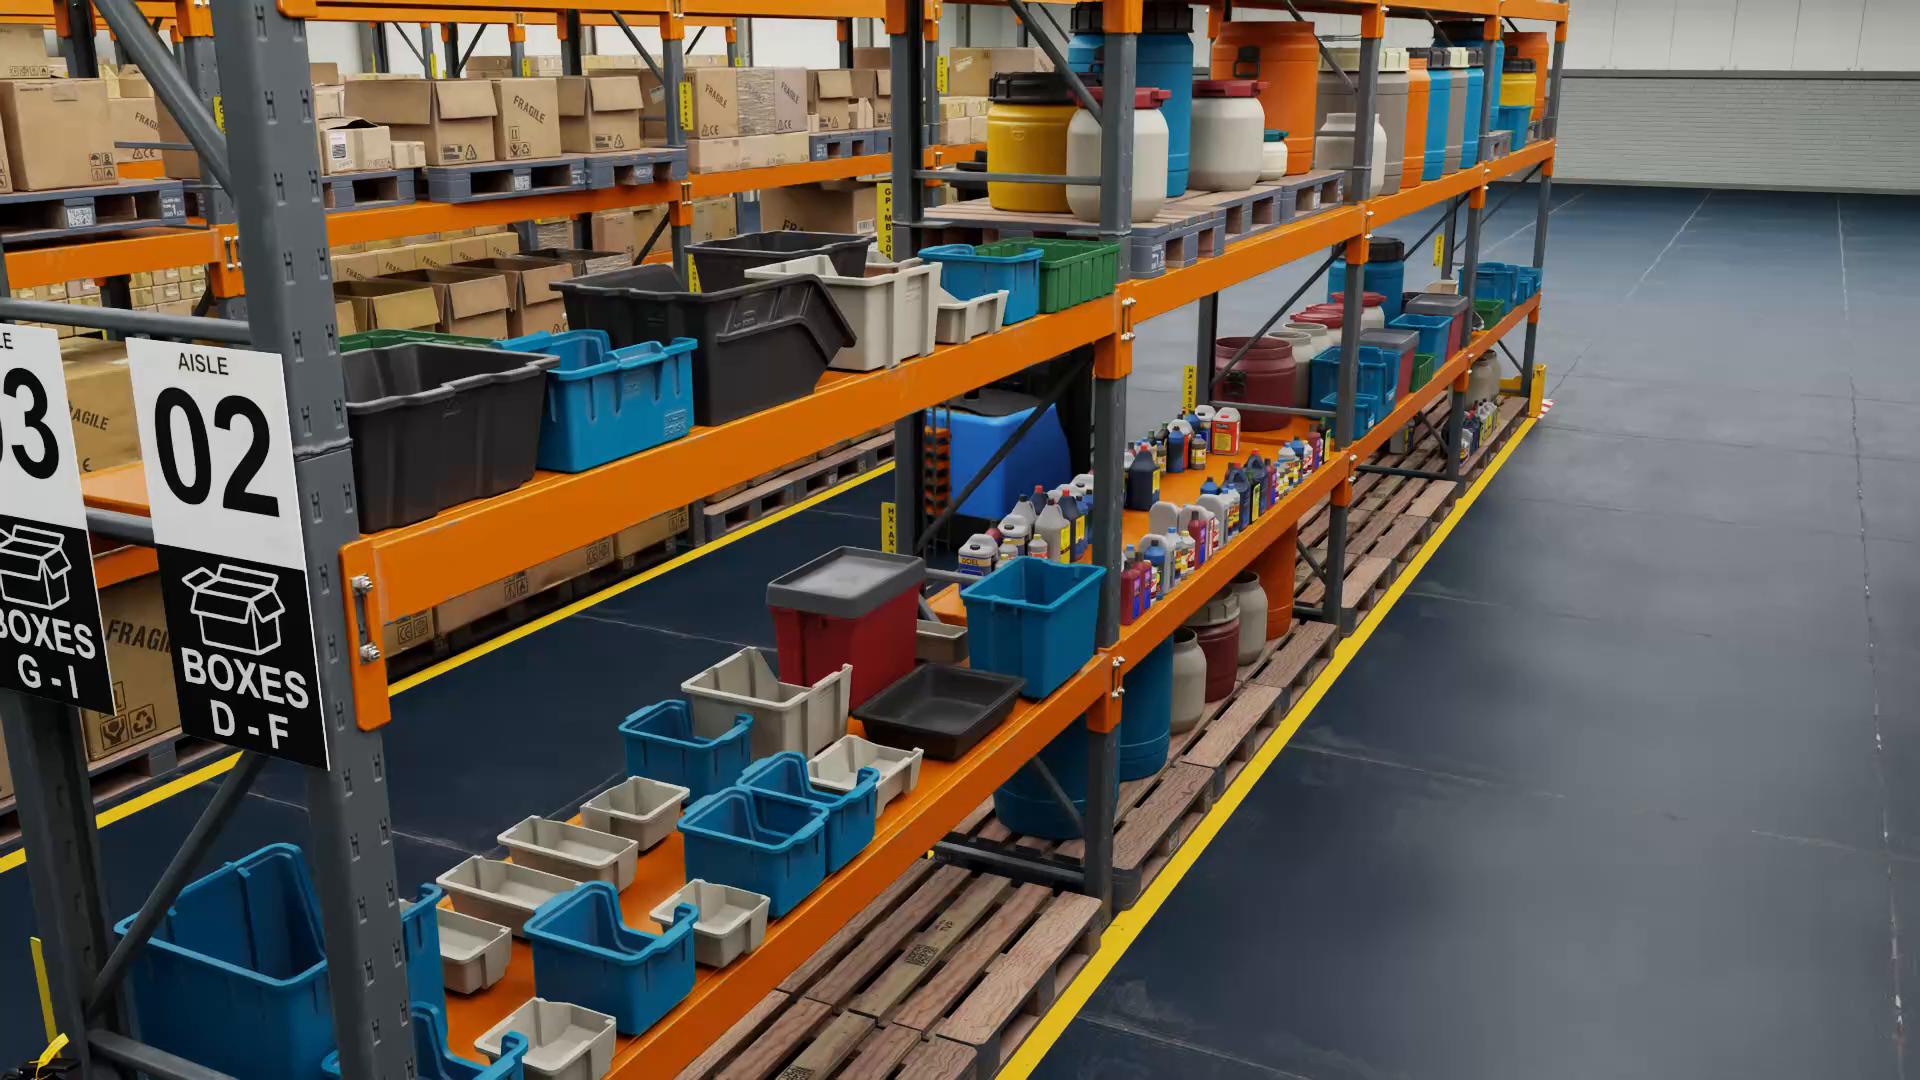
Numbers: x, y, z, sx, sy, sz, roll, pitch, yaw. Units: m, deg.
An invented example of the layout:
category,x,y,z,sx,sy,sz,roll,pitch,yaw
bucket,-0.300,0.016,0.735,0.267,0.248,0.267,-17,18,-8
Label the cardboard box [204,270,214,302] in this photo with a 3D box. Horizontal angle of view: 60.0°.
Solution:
category,x,y,z,sx,sy,sz,roll,pitch,yaw
cardboard box,-6.881,-2.302,15.331,0.500,0.500,0.500,8,18,25

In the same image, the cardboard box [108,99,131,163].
category,x,y,z,sx,sy,sz,roll,pitch,yaw
cardboard box,-7.081,-3.284,13.369,0.500,0.500,0.500,8,18,25

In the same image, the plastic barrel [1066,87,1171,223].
category,x,y,z,sx,sy,sz,roll,pitch,yaw
plastic barrel,0.654,-1.606,6.918,0.433,0.535,0.433,0,17,0

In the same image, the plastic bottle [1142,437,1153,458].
category,x,y,z,sx,sy,sz,roll,pitch,yaw
plastic bottle,1.053,-0.451,9.500,0.097,0.271,0.097,0,17,0

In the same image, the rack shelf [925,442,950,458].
category,x,y,z,sx,sy,sz,roll,pitch,yaw
rack shelf,-0.230,-0.667,12.476,0.258,0.103,0.180,11,20,32

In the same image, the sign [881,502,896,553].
category,x,y,z,sx,sy,sz,roll,pitch,yaw
sign,-0.297,-0.002,7.278,0.100,0.325,0.005,8,18,25

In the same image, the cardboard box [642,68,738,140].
category,x,y,z,sx,sy,sz,roll,pitch,yaw
cardboard box,-2.009,-3.261,12.413,0.500,0.500,0.500,8,18,26

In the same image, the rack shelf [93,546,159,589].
category,x,y,z,sx,sy,sz,roll,pitch,yaw
rack shelf,-5.131,0.425,7.589,1.077,0.370,4.000,8,18,25

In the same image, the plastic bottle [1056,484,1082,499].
category,x,y,z,sx,sy,sz,roll,pitch,yaw
plastic bottle,0.530,-0.137,8.436,0.152,0.276,0.135,8,18,25

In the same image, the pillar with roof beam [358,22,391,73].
category,x,y,z,sx,sy,sz,roll,pitch,yaw
pillar with roof beam,-6.768,-9.171,28.097,9.100,9.000,0.400,8,18,25

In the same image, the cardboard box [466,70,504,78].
category,x,y,z,sx,sy,sz,roll,pitch,yaw
cardboard box,-5.064,-5.040,18.284,0.500,0.250,0.500,8,18,25

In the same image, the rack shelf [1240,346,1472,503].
category,x,y,z,sx,sy,sz,roll,pitch,yaw
rack shelf,2.875,-0.983,12.328,1.077,0.370,4.000,8,18,25

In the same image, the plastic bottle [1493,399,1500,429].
category,x,y,z,sx,sy,sz,roll,pitch,yaw
plastic bottle,5.092,-1.209,15.825,0.061,0.283,0.133,9,19,27

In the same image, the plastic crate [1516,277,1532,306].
category,x,y,z,sx,sy,sz,roll,pitch,yaw
plastic crate,5.305,-2.454,16.281,0.499,0.251,0.408,8,18,25

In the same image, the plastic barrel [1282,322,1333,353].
category,x,y,z,sx,sy,sz,roll,pitch,yaw
plastic barrel,2.438,-1.268,11.830,0.421,0.512,0.421,0,17,0

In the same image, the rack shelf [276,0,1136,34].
category,x,y,z,sx,sy,sz,roll,pitch,yaw
rack shelf,-0.700,-1.629,4.670,1.077,0.370,4.000,8,18,25

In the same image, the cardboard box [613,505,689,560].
category,x,y,z,sx,sy,sz,roll,pitch,yaw
cardboard box,-2.776,-0.458,12.292,1.225,0.875,0.875,7,18,23

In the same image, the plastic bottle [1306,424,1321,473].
category,x,y,z,sx,sy,sz,roll,pitch,yaw
plastic bottle,2.079,-0.546,9.800,0.061,0.283,0.133,8,18,25

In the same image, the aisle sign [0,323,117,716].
category,x,y,z,sx,sy,sz,roll,pitch,yaw
aisle sign,-1.887,-0.046,3.344,0.394,0.787,0.004,8,18,25

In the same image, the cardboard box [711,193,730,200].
category,x,y,z,sx,sy,sz,roll,pitch,yaw
cardboard box,-3.467,-4.643,21.227,0.875,0.550,0.550,8,18,25

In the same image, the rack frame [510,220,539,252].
category,x,y,z,sx,sy,sz,roll,pitch,yaw
rack frame,-5.054,-3.124,18.274,1.000,3.000,0.127,8,18,25

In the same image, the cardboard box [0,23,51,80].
category,x,y,z,sx,sy,sz,roll,pitch,yaw
cardboard box,-4.663,-2.285,7.776,0.500,0.250,0.500,7,18,22

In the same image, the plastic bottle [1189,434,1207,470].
category,x,y,z,sx,sy,sz,roll,pitch,yaw
plastic bottle,1.412,-0.525,9.872,0.097,0.201,0.097,0,17,0

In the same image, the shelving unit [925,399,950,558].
category,x,y,z,sx,sy,sz,roll,pitch,yaw
shelving unit,-0.230,-0.480,12.532,0.258,1.200,0.189,11,20,32

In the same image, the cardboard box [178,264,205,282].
category,x,y,z,sx,sy,sz,roll,pitch,yaw
cardboard box,-6.650,-2.288,14.118,0.380,0.149,0.250,7,18,23

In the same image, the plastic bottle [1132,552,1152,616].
category,x,y,z,sx,sy,sz,roll,pitch,yaw
plastic bottle,0.799,0.184,7.343,0.061,0.283,0.133,8,18,25

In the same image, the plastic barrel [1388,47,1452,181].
category,x,y,z,sx,sy,sz,roll,pitch,yaw
plastic barrel,3.151,-3.025,11.792,0.600,0.901,0.708,8,18,25

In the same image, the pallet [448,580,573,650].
category,x,y,z,sx,sy,sz,roll,pitch,yaw
pallet,-3.416,0.389,11.343,1.003,0.211,1.213,8,18,25

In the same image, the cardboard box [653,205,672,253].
category,x,y,z,sx,sy,sz,roll,pitch,yaw
cardboard box,-3.981,-3.845,20.438,0.875,0.550,0.550,8,18,25

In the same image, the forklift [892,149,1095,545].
category,x,y,z,sx,sy,sz,roll,pitch,yaw
forklift,0.711,-1.683,13.541,1.130,2.935,3.031,11,20,32

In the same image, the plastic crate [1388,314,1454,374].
category,x,y,z,sx,sy,sz,roll,pitch,yaw
plastic crate,3.554,-1.509,12.864,0.392,0.384,0.575,8,18,25

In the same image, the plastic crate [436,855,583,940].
category,x,y,z,sx,sy,sz,roll,pitch,yaw
plastic crate,-1.248,1.015,4.698,0.396,0.136,0.243,8,18,25

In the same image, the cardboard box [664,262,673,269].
category,x,y,z,sx,sy,sz,roll,pitch,yaw
cardboard box,-2.084,-1.995,13.560,0.700,0.500,0.500,11,20,33

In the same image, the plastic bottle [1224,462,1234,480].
category,x,y,z,sx,sy,sz,roll,pitch,yaw
plastic bottle,1.460,-0.285,8.921,0.061,0.283,0.133,8,18,25

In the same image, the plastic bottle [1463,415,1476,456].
category,x,y,z,sx,sy,sz,roll,pitch,yaw
plastic bottle,4.501,-0.931,14.770,0.144,0.351,0.185,9,19,27

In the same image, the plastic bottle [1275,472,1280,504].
category,x,y,z,sx,sy,sz,roll,pitch,yaw
plastic bottle,1.707,-0.306,9.136,0.097,0.201,0.097,0,17,0

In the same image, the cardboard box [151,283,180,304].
category,x,y,z,sx,sy,sz,roll,pitch,yaw
cardboard box,-6.773,-2.077,13.929,0.380,0.149,0.250,9,19,27

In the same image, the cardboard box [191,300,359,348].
category,x,y,z,sx,sy,sz,roll,pitch,yaw
cardboard box,-3.959,-1.122,9.596,0.797,0.503,0.637,8,18,24

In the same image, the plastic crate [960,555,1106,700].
category,x,y,z,sx,sy,sz,roll,pitch,yaw
plastic crate,0.291,0.342,6.528,0.392,0.384,0.575,8,18,25

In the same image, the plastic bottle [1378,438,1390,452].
category,x,y,z,sx,sy,sz,roll,pitch,yaw
plastic bottle,3.799,-0.979,14.931,0.144,0.351,0.185,8,18,24

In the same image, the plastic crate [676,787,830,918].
category,x,y,z,sx,sy,sz,roll,pitch,yaw
plastic crate,-0.600,0.915,4.865,0.416,0.233,0.300,8,18,25

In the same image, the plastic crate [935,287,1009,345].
category,x,y,z,sx,sy,sz,roll,pitch,yaw
plastic crate,-0.034,-0.738,5.437,0.293,0.136,0.466,8,18,25

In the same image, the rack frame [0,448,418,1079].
category,x,y,z,sx,sy,sz,roll,pitch,yaw
rack frame,-1.593,1.220,3.650,1.000,3.000,0.127,8,18,25

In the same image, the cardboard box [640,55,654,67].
category,x,y,z,sx,sy,sz,roll,pitch,yaw
cardboard box,-3.795,-5.574,19.383,0.380,0.149,0.250,8,18,26

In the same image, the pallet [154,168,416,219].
category,x,y,z,sx,sy,sz,roll,pitch,yaw
pallet,-3.871,-2.015,9.609,0.805,0.209,1.217,7,18,23

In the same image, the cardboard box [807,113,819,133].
category,x,y,z,sx,sy,sz,roll,pitch,yaw
cardboard box,-1.410,-3.504,13.958,0.380,0.166,0.250,8,18,24

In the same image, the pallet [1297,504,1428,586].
category,x,y,z,sx,sy,sz,roll,pitch,yaw
pallet,2.909,0.017,12.598,1.003,0.211,1.213,8,18,25

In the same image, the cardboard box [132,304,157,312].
category,x,y,z,sx,sy,sz,roll,pitch,yaw
cardboard box,-6.878,-1.873,13.767,0.380,0.149,0.250,8,19,26

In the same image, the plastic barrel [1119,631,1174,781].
category,x,y,z,sx,sy,sz,roll,pitch,yaw
plastic barrel,0.769,0.689,8.386,0.600,0.901,0.708,8,18,25

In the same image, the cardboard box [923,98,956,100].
category,x,y,z,sx,sy,sz,roll,pitch,yaw
cardboard box,-0.258,-4.405,16.882,0.380,0.149,0.250,9,19,27

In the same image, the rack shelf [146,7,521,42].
category,x,y,z,sx,sy,sz,roll,pitch,yaw
rack shelf,-5.948,-4.954,15.864,1.077,0.370,4.000,8,18,25

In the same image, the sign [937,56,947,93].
category,x,y,z,sx,sy,sz,roll,pitch,yaw
sign,-0.164,-4.272,15.271,0.100,0.325,0.005,8,18,25

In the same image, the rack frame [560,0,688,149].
category,x,y,z,sx,sy,sz,roll,pitch,yaw
rack frame,-2.449,-4.324,11.778,1.000,3.000,0.127,8,18,25

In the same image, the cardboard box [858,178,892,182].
category,x,y,z,sx,sy,sz,roll,pitch,yaw
cardboard box,-0.707,-3.287,16.367,0.500,0.500,0.500,8,18,25

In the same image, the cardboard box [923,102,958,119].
category,x,y,z,sx,sy,sz,roll,pitch,yaw
cardboard box,-0.241,-4.068,15.747,0.380,0.149,0.250,8,18,24

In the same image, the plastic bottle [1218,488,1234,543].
category,x,y,z,sx,sy,sz,roll,pitch,yaw
plastic bottle,1.336,-0.128,8.413,0.097,0.271,0.097,0,17,0

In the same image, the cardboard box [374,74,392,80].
category,x,y,z,sx,sy,sz,roll,pitch,yaw
cardboard box,-7.875,-6.195,22.385,0.380,0.149,0.250,8,18,25

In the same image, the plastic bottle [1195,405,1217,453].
category,x,y,z,sx,sy,sz,roll,pitch,yaw
plastic bottle,1.499,-0.690,10.296,0.152,0.276,0.135,8,18,25
